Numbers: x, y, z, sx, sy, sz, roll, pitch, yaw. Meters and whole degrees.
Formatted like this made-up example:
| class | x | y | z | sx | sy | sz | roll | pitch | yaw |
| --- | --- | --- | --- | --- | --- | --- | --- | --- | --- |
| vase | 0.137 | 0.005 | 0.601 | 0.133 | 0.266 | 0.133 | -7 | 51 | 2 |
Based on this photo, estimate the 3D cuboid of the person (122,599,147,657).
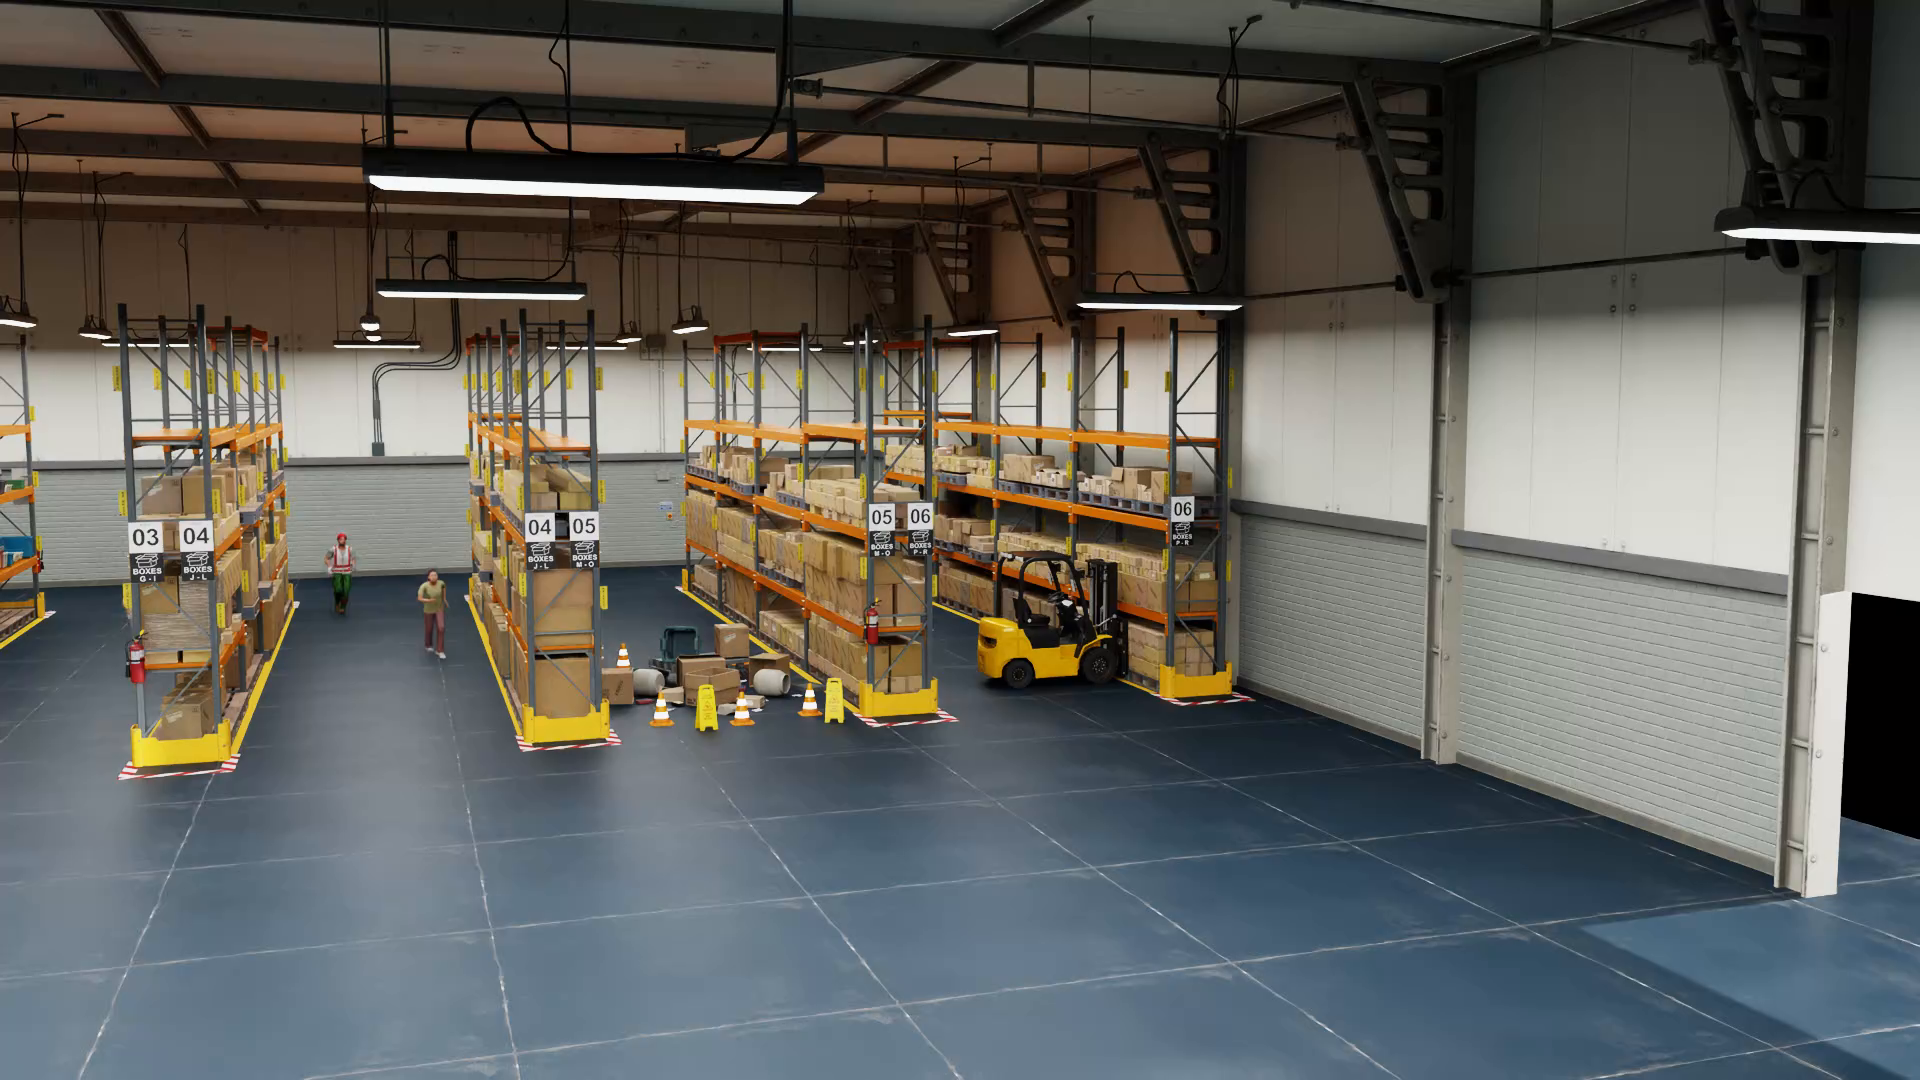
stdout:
| class | x | y | z | sx | sy | sz | roll | pitch | yaw |
| --- | --- | --- | --- | --- | --- | --- | --- | --- | --- |
| person | -14.608 | 1.399 | 29.659 | 0.609 | 1.617 | 0.727 | -3 | 6 | -29 |

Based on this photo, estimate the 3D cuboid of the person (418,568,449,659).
| class | x | y | z | sx | sy | sz | roll | pitch | yaw |
| --- | --- | --- | --- | --- | --- | --- | --- | --- | --- |
| person | -9.603 | 1.316 | 30.308 | 0.573 | 1.641 | 0.941 | -3 | 6 | -25 |

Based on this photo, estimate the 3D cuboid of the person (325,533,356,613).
| class | x | y | z | sx | sy | sz | roll | pitch | yaw |
| --- | --- | --- | --- | --- | --- | --- | --- | --- | --- |
| person | -13.311 | 0.723 | 35.804 | 0.641 | 1.741 | 0.589 | -3 | 6 | -26 |
